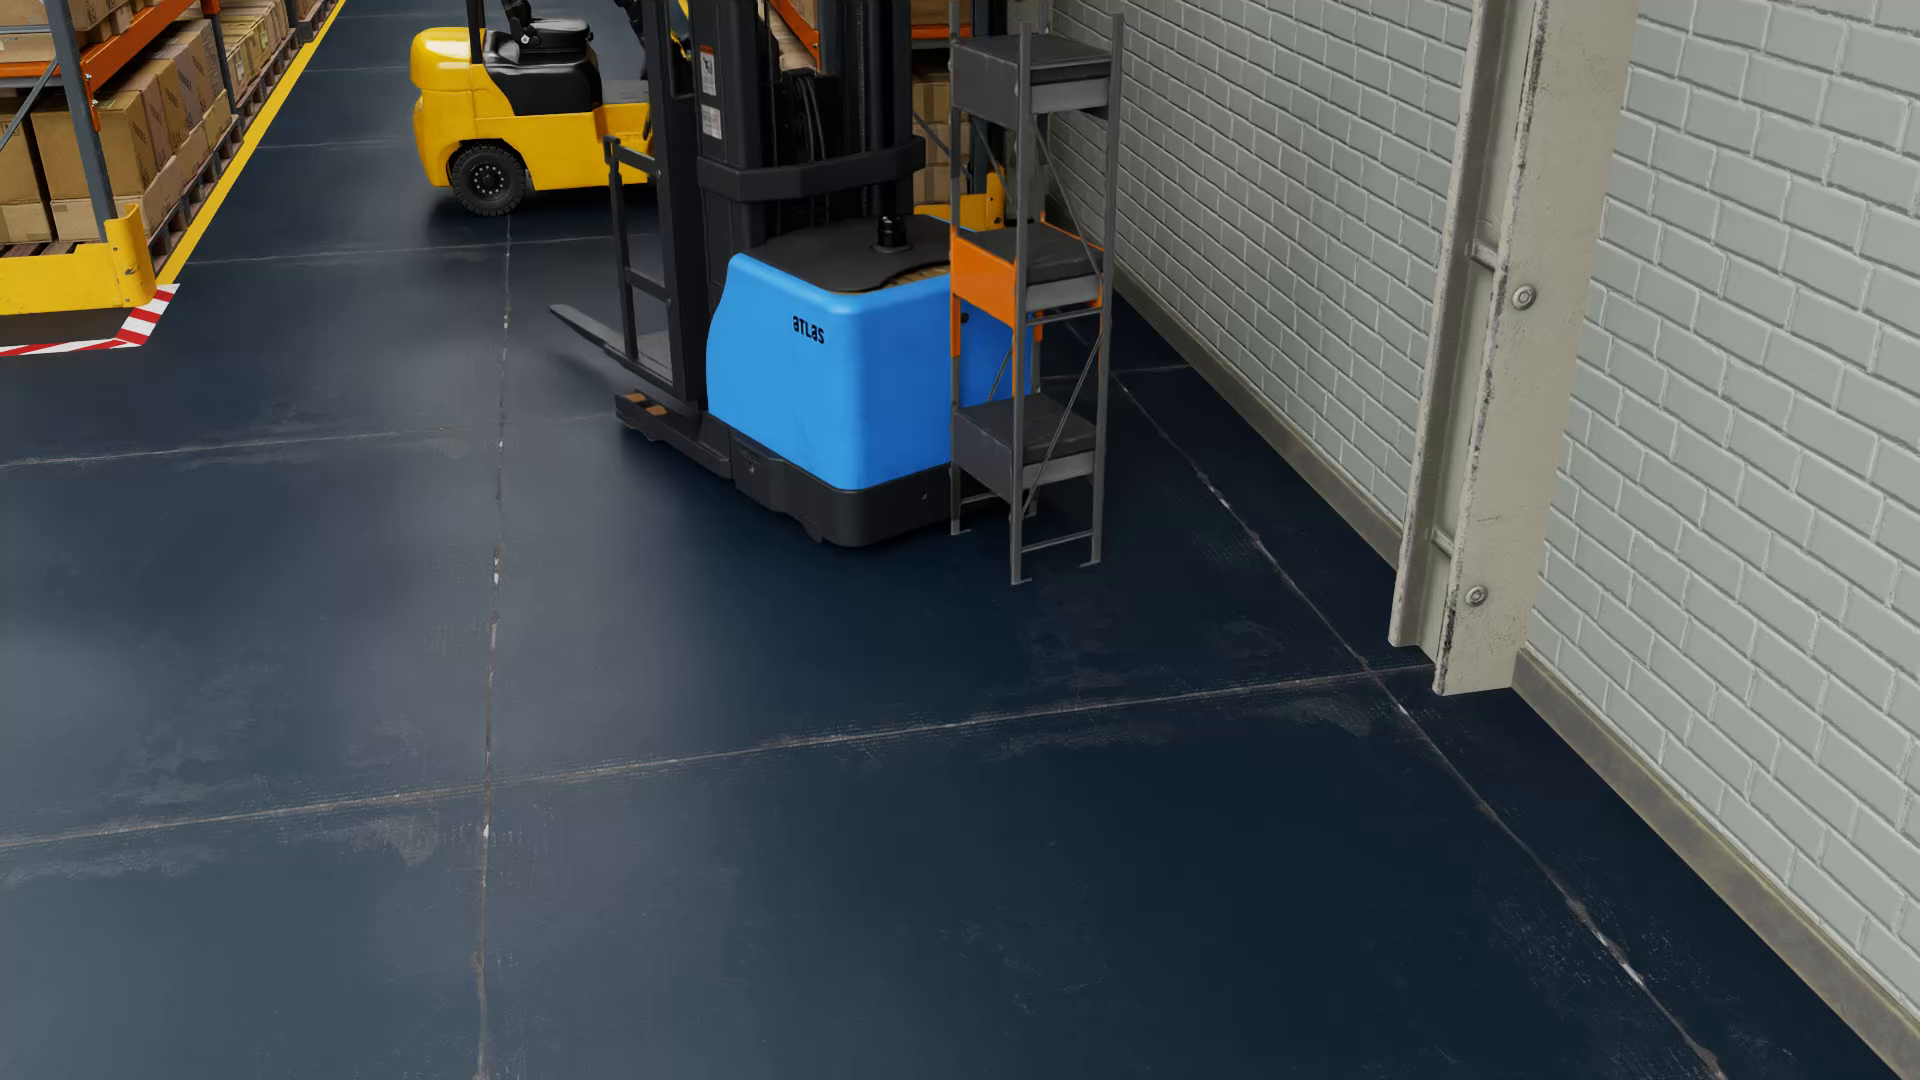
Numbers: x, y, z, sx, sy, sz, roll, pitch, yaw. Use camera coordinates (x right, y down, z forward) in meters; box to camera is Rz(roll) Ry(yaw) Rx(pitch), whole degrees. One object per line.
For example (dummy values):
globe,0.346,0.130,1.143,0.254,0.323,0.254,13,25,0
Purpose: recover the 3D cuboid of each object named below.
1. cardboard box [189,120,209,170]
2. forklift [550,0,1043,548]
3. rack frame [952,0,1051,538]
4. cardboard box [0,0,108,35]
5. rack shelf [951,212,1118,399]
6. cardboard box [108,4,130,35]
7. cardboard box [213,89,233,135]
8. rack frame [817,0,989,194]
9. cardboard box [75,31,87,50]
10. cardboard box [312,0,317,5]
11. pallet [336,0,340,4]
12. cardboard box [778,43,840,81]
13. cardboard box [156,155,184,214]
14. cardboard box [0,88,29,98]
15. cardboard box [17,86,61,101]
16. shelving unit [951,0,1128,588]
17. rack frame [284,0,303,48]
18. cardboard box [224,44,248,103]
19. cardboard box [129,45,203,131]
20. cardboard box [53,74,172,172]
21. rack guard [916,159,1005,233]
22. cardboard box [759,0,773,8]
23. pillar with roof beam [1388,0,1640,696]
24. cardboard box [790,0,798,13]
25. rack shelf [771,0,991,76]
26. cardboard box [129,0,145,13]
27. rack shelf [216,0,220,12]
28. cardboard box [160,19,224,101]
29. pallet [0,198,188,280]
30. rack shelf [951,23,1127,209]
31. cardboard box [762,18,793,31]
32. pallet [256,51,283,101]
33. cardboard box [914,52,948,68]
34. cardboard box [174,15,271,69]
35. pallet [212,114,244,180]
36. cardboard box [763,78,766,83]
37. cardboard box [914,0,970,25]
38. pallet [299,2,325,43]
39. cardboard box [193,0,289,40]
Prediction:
cardboard box,-5.430,-2.666,11.289,0.500,0.250,0.500,-6,27,-11
forklift,-0.943,-1.875,7.211,1.130,2.935,3.031,-19,33,-33
rack frame,0.150,-0.992,6.385,0.400,2.100,0.015,-14,30,-26
cardboard box,-5.000,-3.052,9.027,0.500,0.500,0.500,-6,27,-12
rack shelf,0.271,-0.884,6.202,0.431,0.518,0.480,-14,30,-26
cardboard box,-5.102,-3.047,9.737,0.380,0.149,0.250,-6,27,-11
cardboard box,-5.670,-3.123,12.193,0.500,0.250,0.500,-5,27,-9
rack frame,-0.328,-3.145,9.651,1.000,3.000,0.127,-6,27,-12
cardboard box,-5.109,-2.806,9.260,0.380,0.149,0.250,-6,27,-11
cardboard box,-7.238,-6.093,17.386,0.875,0.875,0.875,-6,27,-11
pallet,-7.621,-6.331,19.059,1.003,0.211,1.213,-6,27,-12
cardboard box,-0.980,-3.165,11.168,0.500,0.250,0.500,-6,27,-11
cardboard box,-5.184,-2.206,10.377,0.500,0.250,0.500,-5,27,-10
cardboard box,-5.746,-2.703,9.809,0.380,0.149,0.250,-5,27,-10
cardboard box,-5.719,-2.488,10.103,0.500,0.500,0.500,-5,27,-10
shelving unit,0.271,-0.896,6.195,0.431,2.100,0.503,-14,30,-26
rack frame,-6.967,-6.151,15.607,1.000,3.000,0.127,-6,27,-12
cardboard box,-6.186,-3.639,13.081,0.950,0.372,0.625,-6,27,-11
cardboard box,-5.438,-3.010,11.138,0.500,0.500,0.500,-5,27,-9
cardboard box,-5.204,-2.555,10.237,0.500,0.500,0.500,-7,28,-14
rack guard,-0.323,-2.018,10.193,1.175,0.500,0.348,-6,27,-12
cardboard box,-1.427,-4.063,12.946,0.500,0.250,0.500,-6,27,-12
pillar with roof beam,-2.449,-3.149,3.002,9.100,9.000,0.400,-6,27,-12
cardboard box,-0.803,-3.607,10.457,0.500,0.500,0.500,-5,27,-10
rack shelf,-0.779,-3.701,11.553,1.077,0.370,4.000,-6,27,-12
cardboard box,-5.342,-3.386,10.408,0.380,0.149,0.250,-7,28,-13
rack shelf,-6.516,-4.952,14.030,1.077,0.370,4.000,-6,27,-12
cardboard box,-5.670,-3.457,12.024,0.500,0.500,0.500,-6,27,-12
pallet,-5.329,-1.788,10.057,1.003,0.211,1.213,-6,27,-12
rack shelf,0.271,-1.509,5.886,0.431,0.518,0.480,-14,30,-26
cardboard box,-1.198,-3.620,12.069,0.500,0.250,0.500,-5,27,-10
pallet,-6.520,-4.028,14.497,1.003,0.211,1.213,-6,27,-12
cardboard box,-0.369,-3.000,10.841,0.500,0.250,0.500,-6,27,-12
cardboard box,-6.509,-4.260,14.310,0.950,0.372,0.625,-5,27,-10
pallet,-5.879,-2.859,12.180,1.003,0.211,1.213,-6,27,-12
cardboard box,-1.204,-3.397,12.182,0.500,0.250,0.500,-6,27,-12
cardboard box,-0.170,-3.435,10.115,0.500,0.500,0.500,-5,27,-10
pallet,-7.071,-5.260,16.937,1.003,0.211,1.213,-6,27,-12
cardboard box,-6.849,-4.916,15.611,0.950,0.372,0.625,-8,28,-15
